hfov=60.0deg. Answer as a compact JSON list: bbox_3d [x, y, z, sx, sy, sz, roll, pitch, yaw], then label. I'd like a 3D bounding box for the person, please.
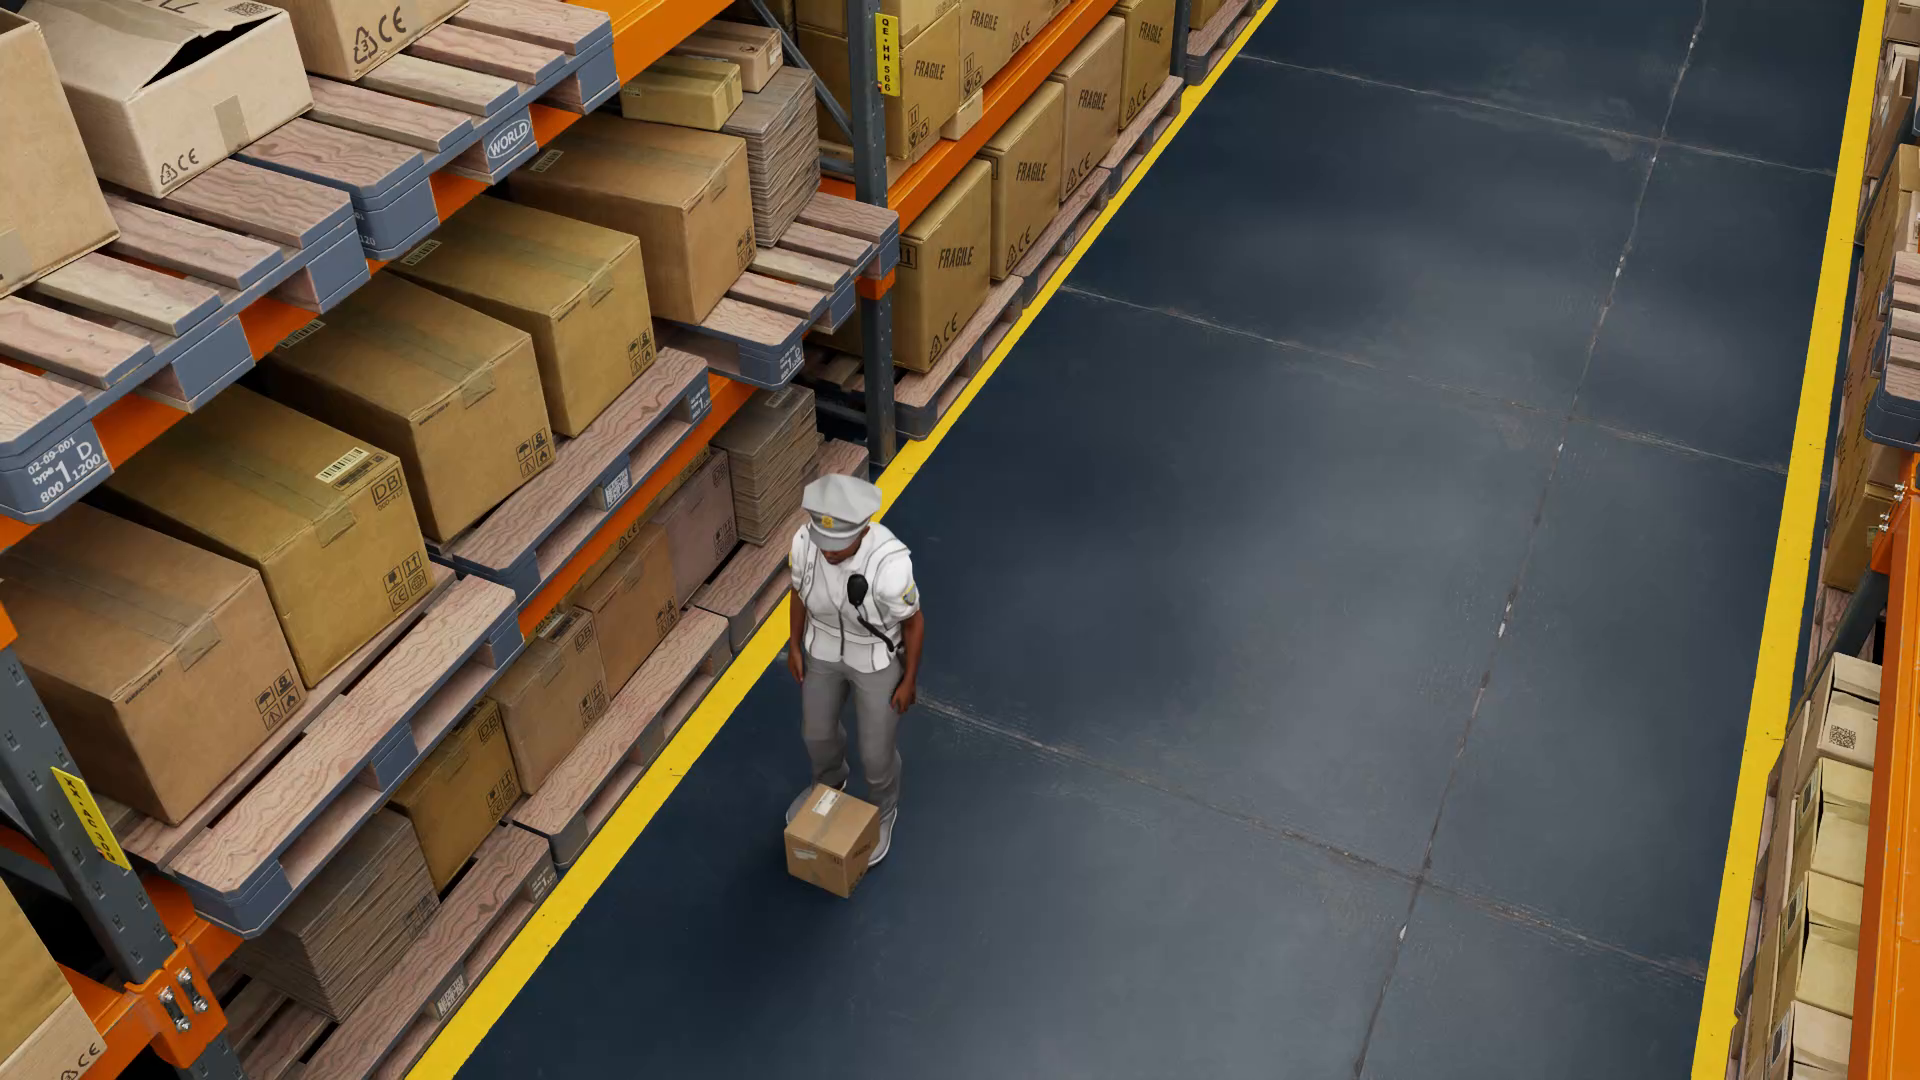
[{"bbox_3d":[-0.378,0.427,5.692,0.510,1.657,0.425,16,45,17],"label":"person"}]
